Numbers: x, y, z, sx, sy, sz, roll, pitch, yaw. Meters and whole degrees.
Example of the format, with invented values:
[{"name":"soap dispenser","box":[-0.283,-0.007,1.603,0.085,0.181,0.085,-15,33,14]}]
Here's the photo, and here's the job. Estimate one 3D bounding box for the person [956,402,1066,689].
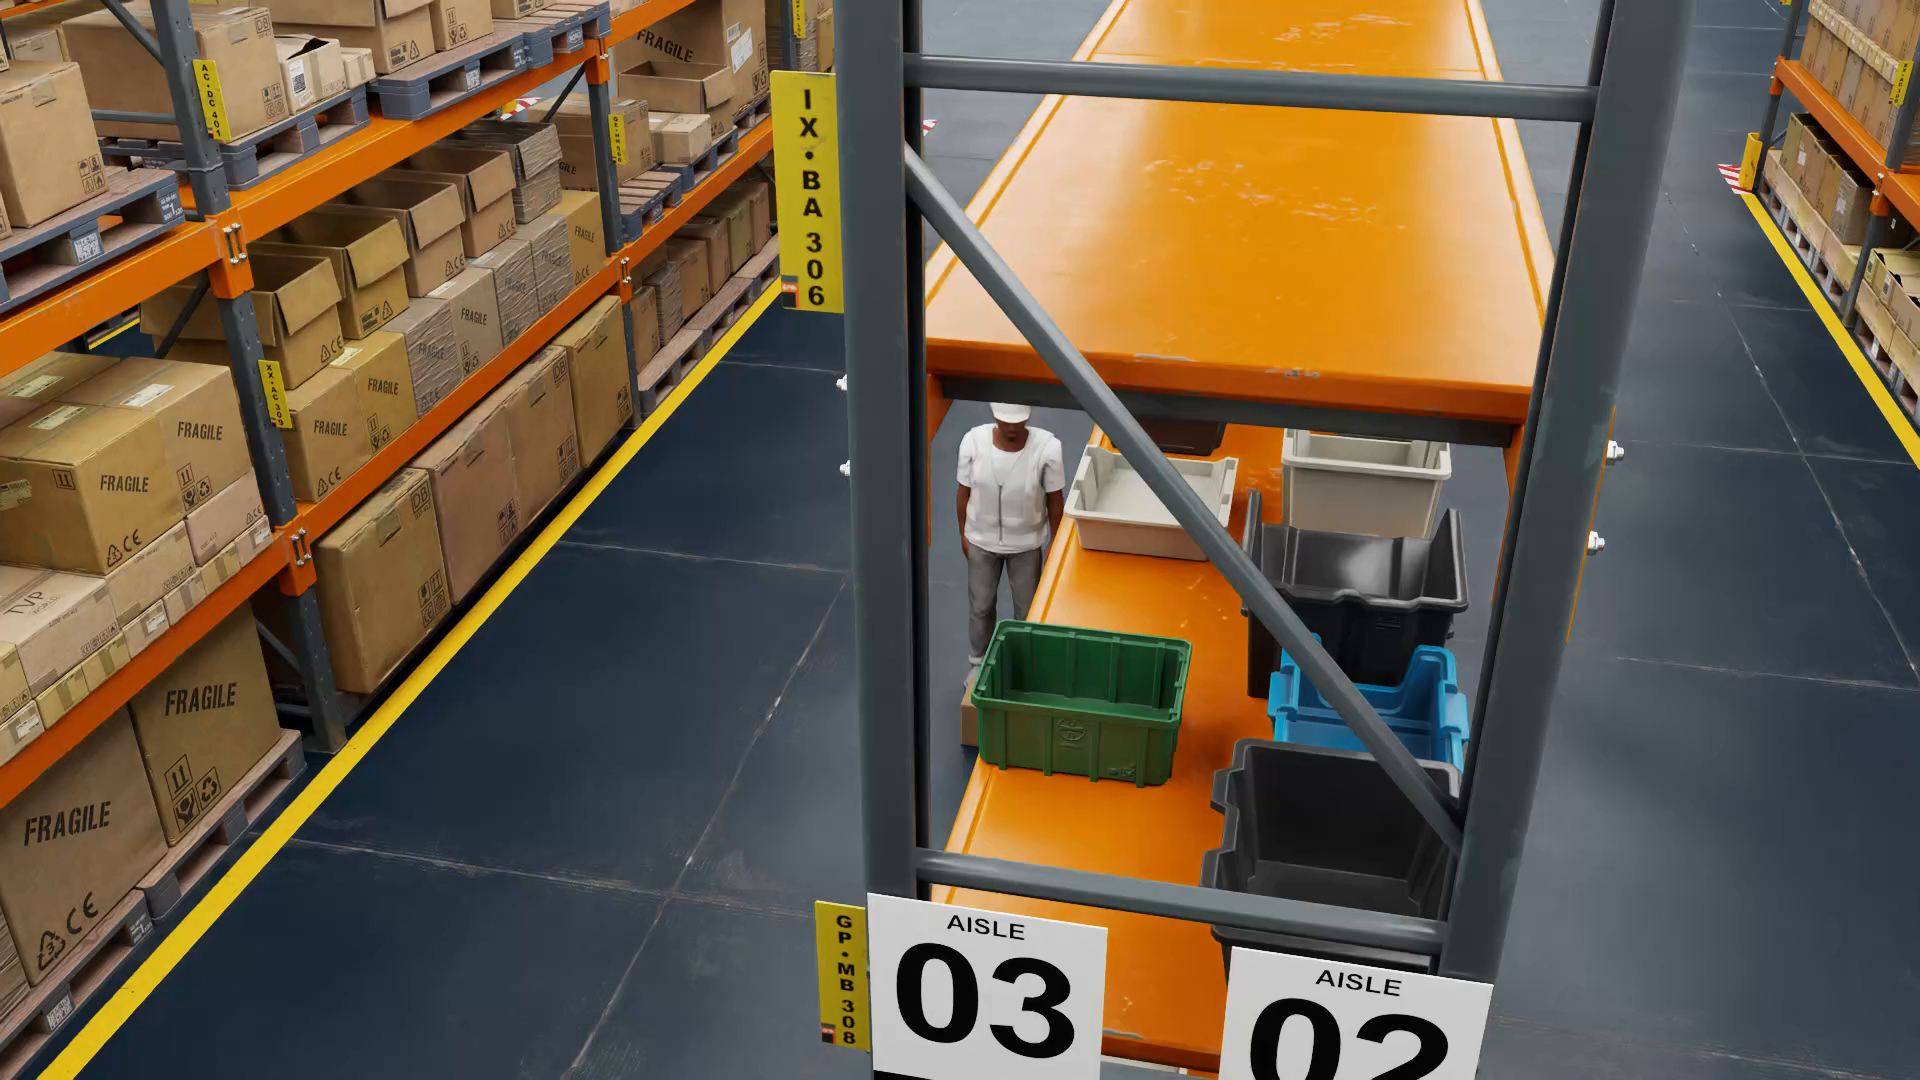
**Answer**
[{"name":"person","box":[0.253,-0.007,8.610,0.565,1.763,0.360,5,29,9]}]
